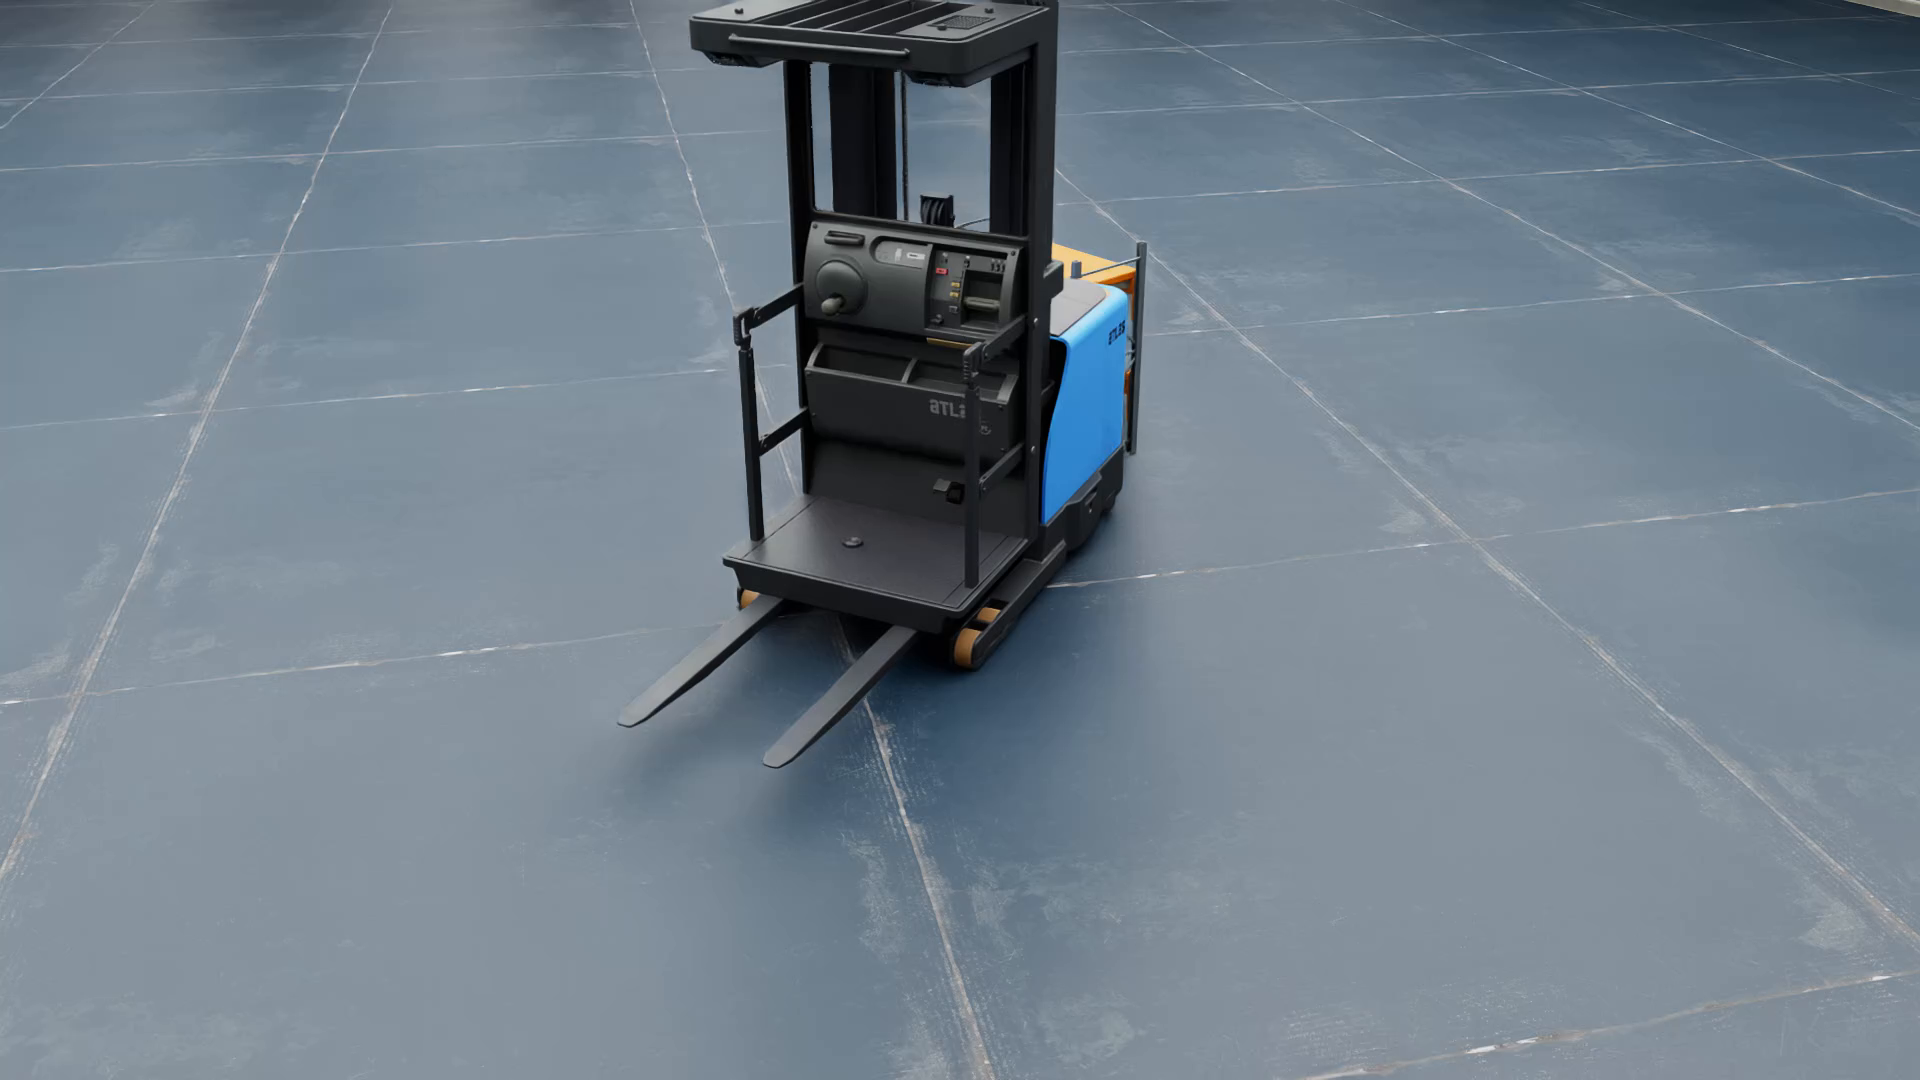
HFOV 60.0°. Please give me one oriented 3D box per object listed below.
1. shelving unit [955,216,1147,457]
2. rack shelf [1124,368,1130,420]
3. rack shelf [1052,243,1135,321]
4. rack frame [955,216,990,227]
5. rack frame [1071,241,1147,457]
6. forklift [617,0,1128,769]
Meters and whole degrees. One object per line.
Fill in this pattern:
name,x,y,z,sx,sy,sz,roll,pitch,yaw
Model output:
shelving unit,0.382,-1.057,8.596,0.538,1.125,1.048,-22,34,-37
rack shelf,0.382,-0.839,8.706,0.538,0.278,1.000,-22,34,-37
rack shelf,0.382,-1.318,8.464,0.538,0.278,1.000,-22,34,-37
rack frame,0.043,-1.227,8.934,0.500,1.125,0.032,-22,34,-37
rack frame,0.721,-0.886,8.258,0.500,1.125,0.032,-22,34,-37
forklift,-0.290,-1.009,6.496,1.130,2.935,3.031,12,29,22
